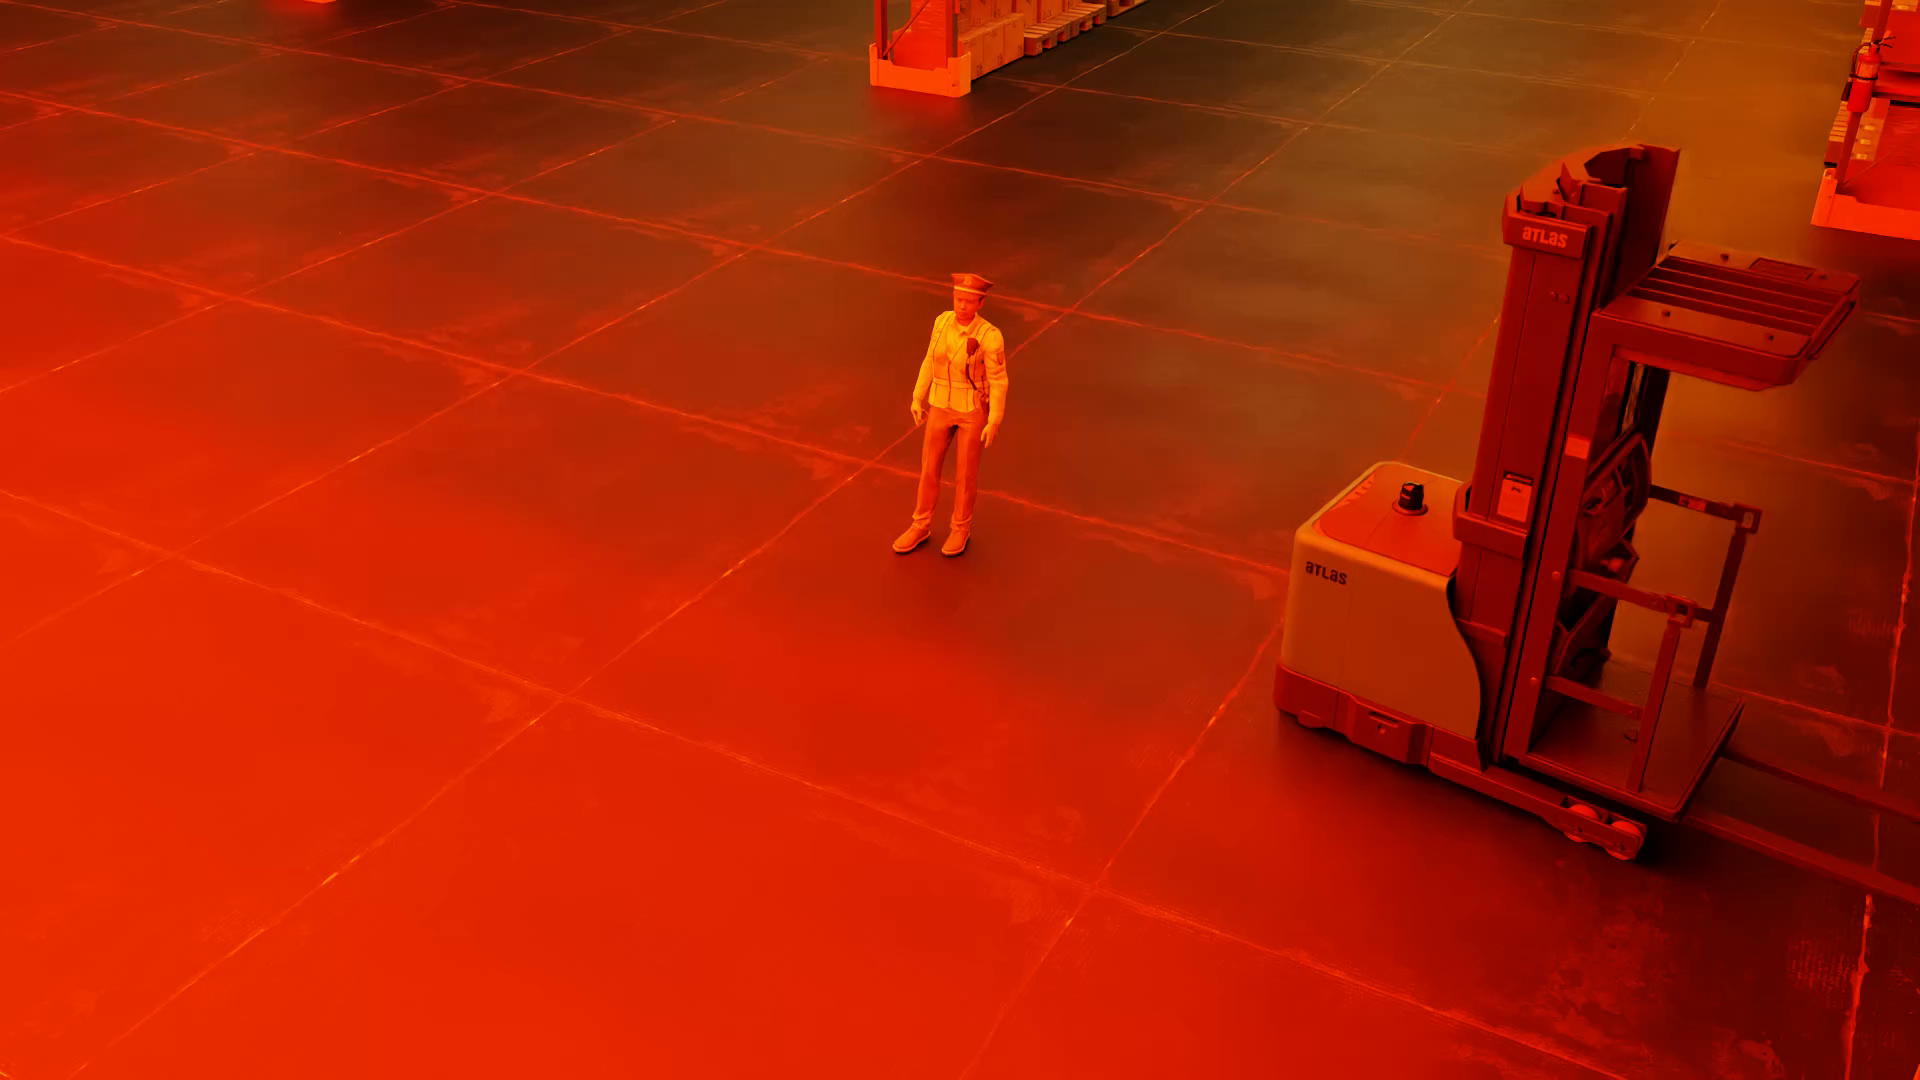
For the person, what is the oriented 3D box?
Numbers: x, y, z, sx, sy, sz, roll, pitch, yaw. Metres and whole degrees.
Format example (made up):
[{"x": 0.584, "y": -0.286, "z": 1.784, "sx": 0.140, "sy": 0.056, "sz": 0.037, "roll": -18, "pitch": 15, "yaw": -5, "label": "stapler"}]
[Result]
[{"x": -0.046, "y": -0.715, "z": 9.531, "sx": 0.569, "sy": 1.696, "sz": 0.533, "roll": 15, "pitch": 33, "yaw": 25, "label": "person"}]

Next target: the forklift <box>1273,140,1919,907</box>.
[{"x": 3.070, "y": -0.131, "z": 7.298, "sx": 3.031, "sy": 2.935, "sz": 1.130, "roll": 21, "pitch": 36, "yaw": 32, "label": "forklift"}]
